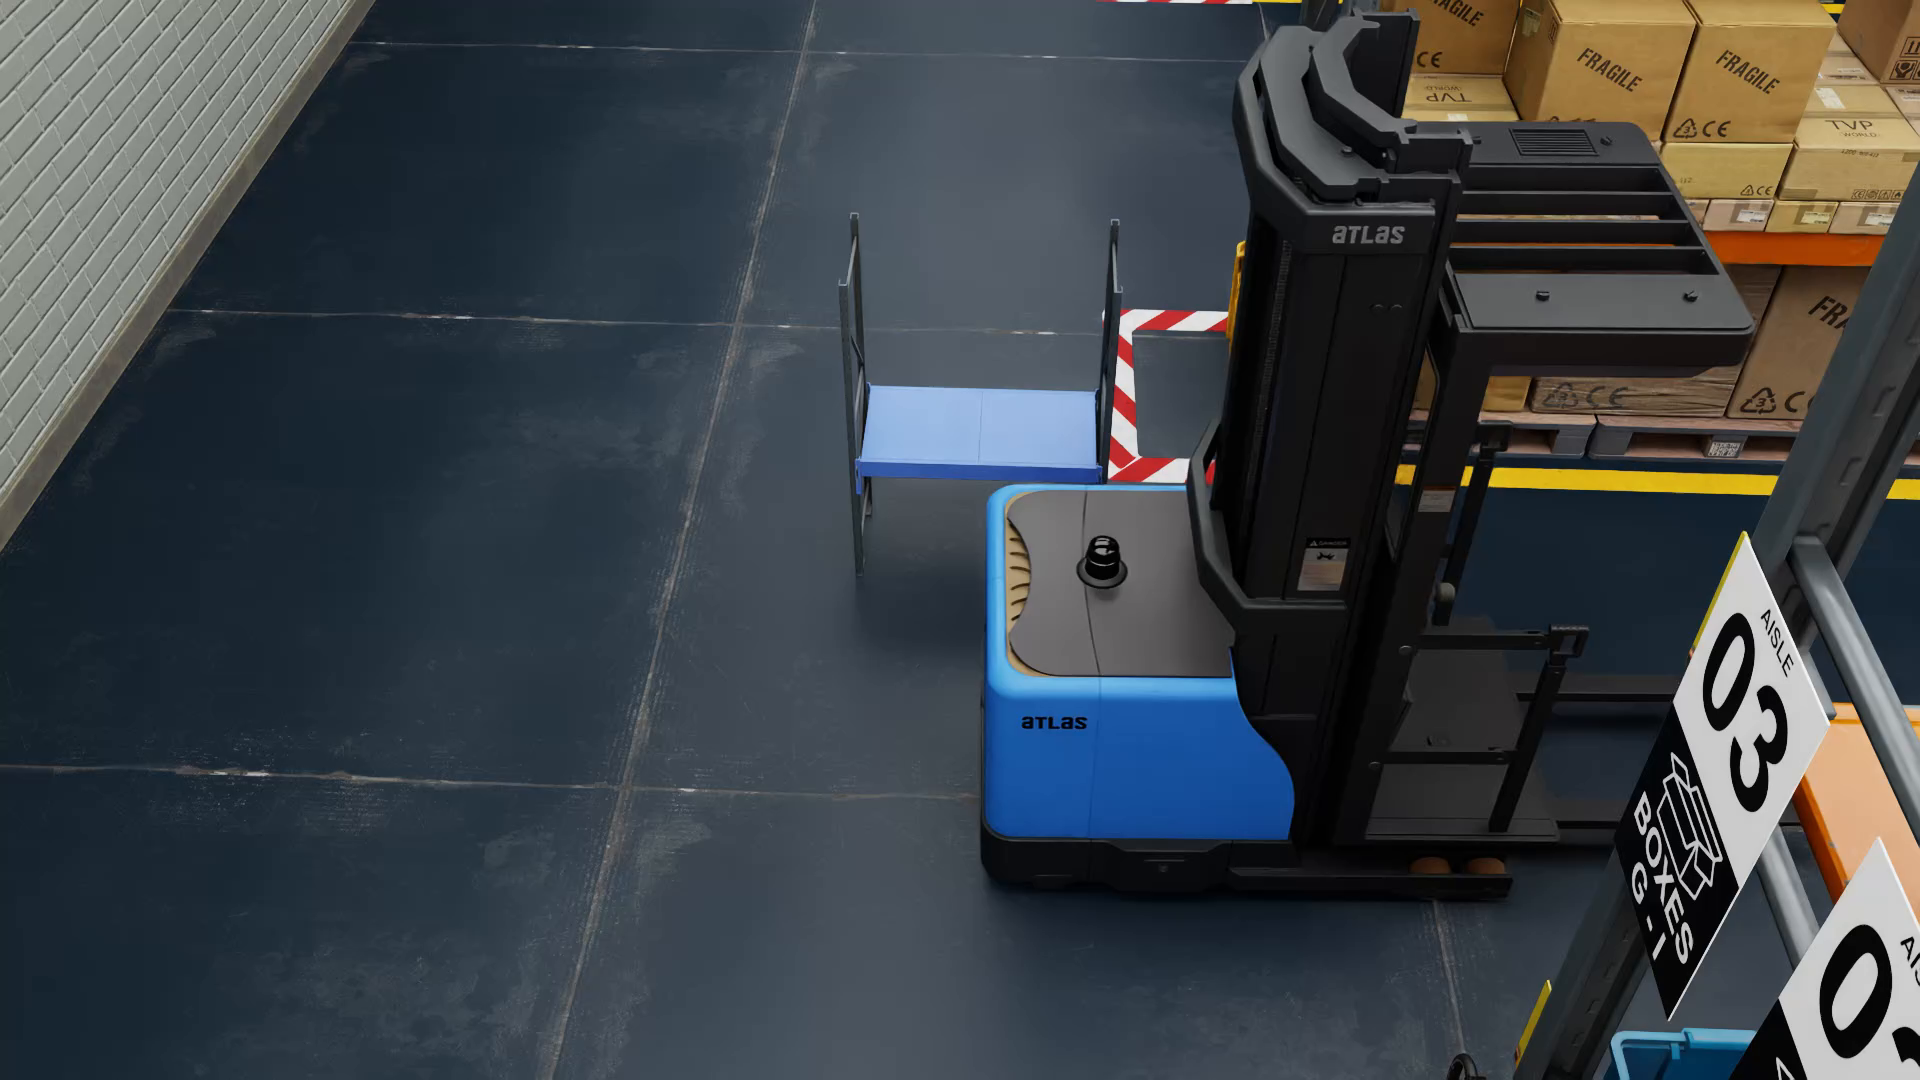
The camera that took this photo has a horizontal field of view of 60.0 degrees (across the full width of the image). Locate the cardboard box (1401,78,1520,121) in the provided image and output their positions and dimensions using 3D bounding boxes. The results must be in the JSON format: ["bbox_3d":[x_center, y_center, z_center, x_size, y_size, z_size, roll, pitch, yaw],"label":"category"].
[{"bbox_3d":[1.995,-1.657,6.806,0.500,0.250,0.500,1,43,1],"label":"cardboard box"}]

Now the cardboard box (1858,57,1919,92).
[{"bbox_3d":[4.052,-1.957,7.127,0.500,0.250,0.500,3,43,3],"label":"cardboard box"}]

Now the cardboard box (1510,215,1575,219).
[{"bbox_3d":[2.380,-1.460,6.886,0.250,0.149,0.380,1,43,1],"label":"cardboard box"}]

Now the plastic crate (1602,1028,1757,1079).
[{"bbox_3d":[1.648,1.419,3.542,0.499,0.435,0.616,2,43,2],"label":"plastic crate"}]

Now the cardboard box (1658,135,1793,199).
[{"bbox_3d":[3.017,-1.628,6.774,0.500,0.250,0.500,0,43,0],"label":"cardboard box"}]

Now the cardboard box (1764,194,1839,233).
[{"bbox_3d":[3.404,-1.428,6.852,0.250,0.149,0.380,1,43,1],"label":"cardboard box"}]

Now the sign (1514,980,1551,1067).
[{"bbox_3d":[1.313,1.136,3.796,0.005,0.325,0.100,2,43,2],"label":"sign"}]

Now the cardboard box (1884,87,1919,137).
[{"bbox_3d":[4.044,-1.598,6.742,0.500,0.250,0.500,3,43,3],"label":"cardboard box"}]

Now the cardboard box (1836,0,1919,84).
[{"bbox_3d":[4.045,-2.230,6.870,0.500,0.500,0.500,1,43,1],"label":"cardboard box"}]

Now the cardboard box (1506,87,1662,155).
[{"bbox_3d":[2.515,-1.646,6.793,0.500,0.250,0.500,1,43,1],"label":"cardboard box"}]

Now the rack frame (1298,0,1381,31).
[{"bbox_3d":[1.528,-1.802,7.069,0.127,3.000,1.000,2,43,2],"label":"rack frame"}]

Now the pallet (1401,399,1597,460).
[{"bbox_3d":[2.330,-0.810,8.051,1.213,0.211,1.003,2,43,2],"label":"pallet"}]

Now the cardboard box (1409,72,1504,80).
[{"bbox_3d":[2.024,-2.022,7.197,0.500,0.250,0.500,1,43,1],"label":"cardboard box"}]

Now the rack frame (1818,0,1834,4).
[{"bbox_3d":[5.848,-5.054,10.560,0.127,3.000,1.000,2,43,2],"label":"rack frame"}]

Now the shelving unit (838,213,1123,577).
[{"bbox_3d":[0.085,-0.546,6.821,1.048,1.500,0.538,2,43,2],"label":"shelving unit"}]

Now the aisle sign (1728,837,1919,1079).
[{"bbox_3d":[1.220,0.819,2.348,0.004,0.787,0.394,2,43,2],"label":"aisle sign"}]

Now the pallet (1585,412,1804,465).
[{"bbox_3d":[3.546,-0.771,8.008,1.213,0.211,1.003,2,43,2],"label":"pallet"}]

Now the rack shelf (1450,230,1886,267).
[{"bbox_3d":[3.526,-1.477,7.248,4.000,0.370,1.077,2,43,2],"label":"rack shelf"}]

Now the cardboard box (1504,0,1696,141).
[{"bbox_3d":[2.495,-1.916,6.534,0.500,0.500,0.500,1,43,1],"label":"cardboard box"}]

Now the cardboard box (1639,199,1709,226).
[{"bbox_3d":[2.894,-1.444,6.869,0.250,0.149,0.380,1,43,1],"label":"cardboard box"}]

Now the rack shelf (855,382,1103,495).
[{"bbox_3d":[0.085,-0.415,6.944,1.000,0.185,0.538,2,43,2],"label":"rack shelf"}]

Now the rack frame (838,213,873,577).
[{"bbox_3d":[-0.423,-0.562,6.838,0.032,1.500,0.500,2,43,2],"label":"rack frame"}]

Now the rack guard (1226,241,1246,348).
[{"bbox_3d":[1.504,-0.888,7.922,0.348,0.500,1.175,2,43,2],"label":"rack guard"}]

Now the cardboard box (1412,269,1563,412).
[{"bbox_3d":[2.171,-1.213,7.688,0.875,0.875,0.875,2,43,2],"label":"cardboard box"}]

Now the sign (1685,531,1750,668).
[{"bbox_3d":[1.313,0.136,2.865,0.005,0.325,0.100,2,43,2],"label":"sign"}]

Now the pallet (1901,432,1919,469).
[{"bbox_3d":[4.768,-0.736,7.970,1.213,0.211,1.003,2,43,2],"label":"pallet"}]

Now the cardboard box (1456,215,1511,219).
[{"bbox_3d":[2.124,-1.468,6.894,0.250,0.149,0.380,1,43,1],"label":"cardboard box"}]

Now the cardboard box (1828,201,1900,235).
[{"bbox_3d":[3.666,-1.421,6.845,0.250,0.149,0.380,2,43,3],"label":"cardboard box"}]

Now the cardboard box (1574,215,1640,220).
[{"bbox_3d":[2.640,-1.453,6.879,0.250,0.149,0.380,1,43,1],"label":"cardboard box"}]

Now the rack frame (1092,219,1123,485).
[{"bbox_3d":[0.593,-0.531,6.805,0.032,1.500,0.500,2,43,2],"label":"rack frame"}]

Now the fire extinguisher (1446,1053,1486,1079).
[{"bbox_3d":[1.175,1.421,3.939,0.183,0.674,0.296,2,43,2],"label":"fire extinguisher"}]

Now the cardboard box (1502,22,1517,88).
[{"bbox_3d":[2.531,-2.006,7.180,0.500,0.250,0.500,1,43,1],"label":"cardboard box"}]

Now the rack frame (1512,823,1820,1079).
[{"bbox_3d":[1.305,1.571,3.449,0.127,3.000,1.000,2,43,2],"label":"rack frame"}]

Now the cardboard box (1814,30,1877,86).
[{"bbox_3d":[3.560,-1.977,7.149,0.500,0.250,0.500,2,43,2],"label":"cardboard box"}]

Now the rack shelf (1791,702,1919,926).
[{"bbox_3d":[3.303,0.798,2.606,4.000,0.370,1.077,2,43,2],"label":"rack shelf"}]

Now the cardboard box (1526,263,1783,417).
[{"bbox_3d":[3.080,-1.185,7.658,0.875,0.875,0.875,2,43,2],"label":"cardboard box"}]

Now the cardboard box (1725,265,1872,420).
[{"bbox_3d":[3.969,-1.158,7.628,0.875,0.875,0.875,2,43,2],"label":"cardboard box"}]

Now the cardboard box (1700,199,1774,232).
[{"bbox_3d":[3.152,-1.437,6.861,0.250,0.149,0.380,1,43,1],"label":"cardboard box"}]

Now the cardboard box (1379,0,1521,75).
[{"bbox_3d":[2.026,-2.294,6.939,0.500,0.500,0.500,2,43,2],"label":"cardboard box"}]

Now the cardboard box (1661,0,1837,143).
[{"bbox_3d":[3.013,-1.905,6.521,0.500,0.500,0.500,1,43,1],"label":"cardboard box"}]

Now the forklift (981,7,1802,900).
[{"bbox_3d":[1.594,-0.151,5.347,3.031,2.935,1.130,0,43,0],"label":"forklift"}]

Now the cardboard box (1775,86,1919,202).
[{"bbox_3d":[3.538,-1.616,6.761,0.500,0.250,0.500,1,43,1],"label":"cardboard box"}]

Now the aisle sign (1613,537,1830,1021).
[{"bbox_3d":[1.246,0.418,2.779,0.004,0.787,0.394,2,43,2],"label":"aisle sign"}]

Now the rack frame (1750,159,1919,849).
[{"bbox_3d":[1.305,-0.624,1.404,0.127,3.000,1.000,2,43,2],"label":"rack frame"}]
